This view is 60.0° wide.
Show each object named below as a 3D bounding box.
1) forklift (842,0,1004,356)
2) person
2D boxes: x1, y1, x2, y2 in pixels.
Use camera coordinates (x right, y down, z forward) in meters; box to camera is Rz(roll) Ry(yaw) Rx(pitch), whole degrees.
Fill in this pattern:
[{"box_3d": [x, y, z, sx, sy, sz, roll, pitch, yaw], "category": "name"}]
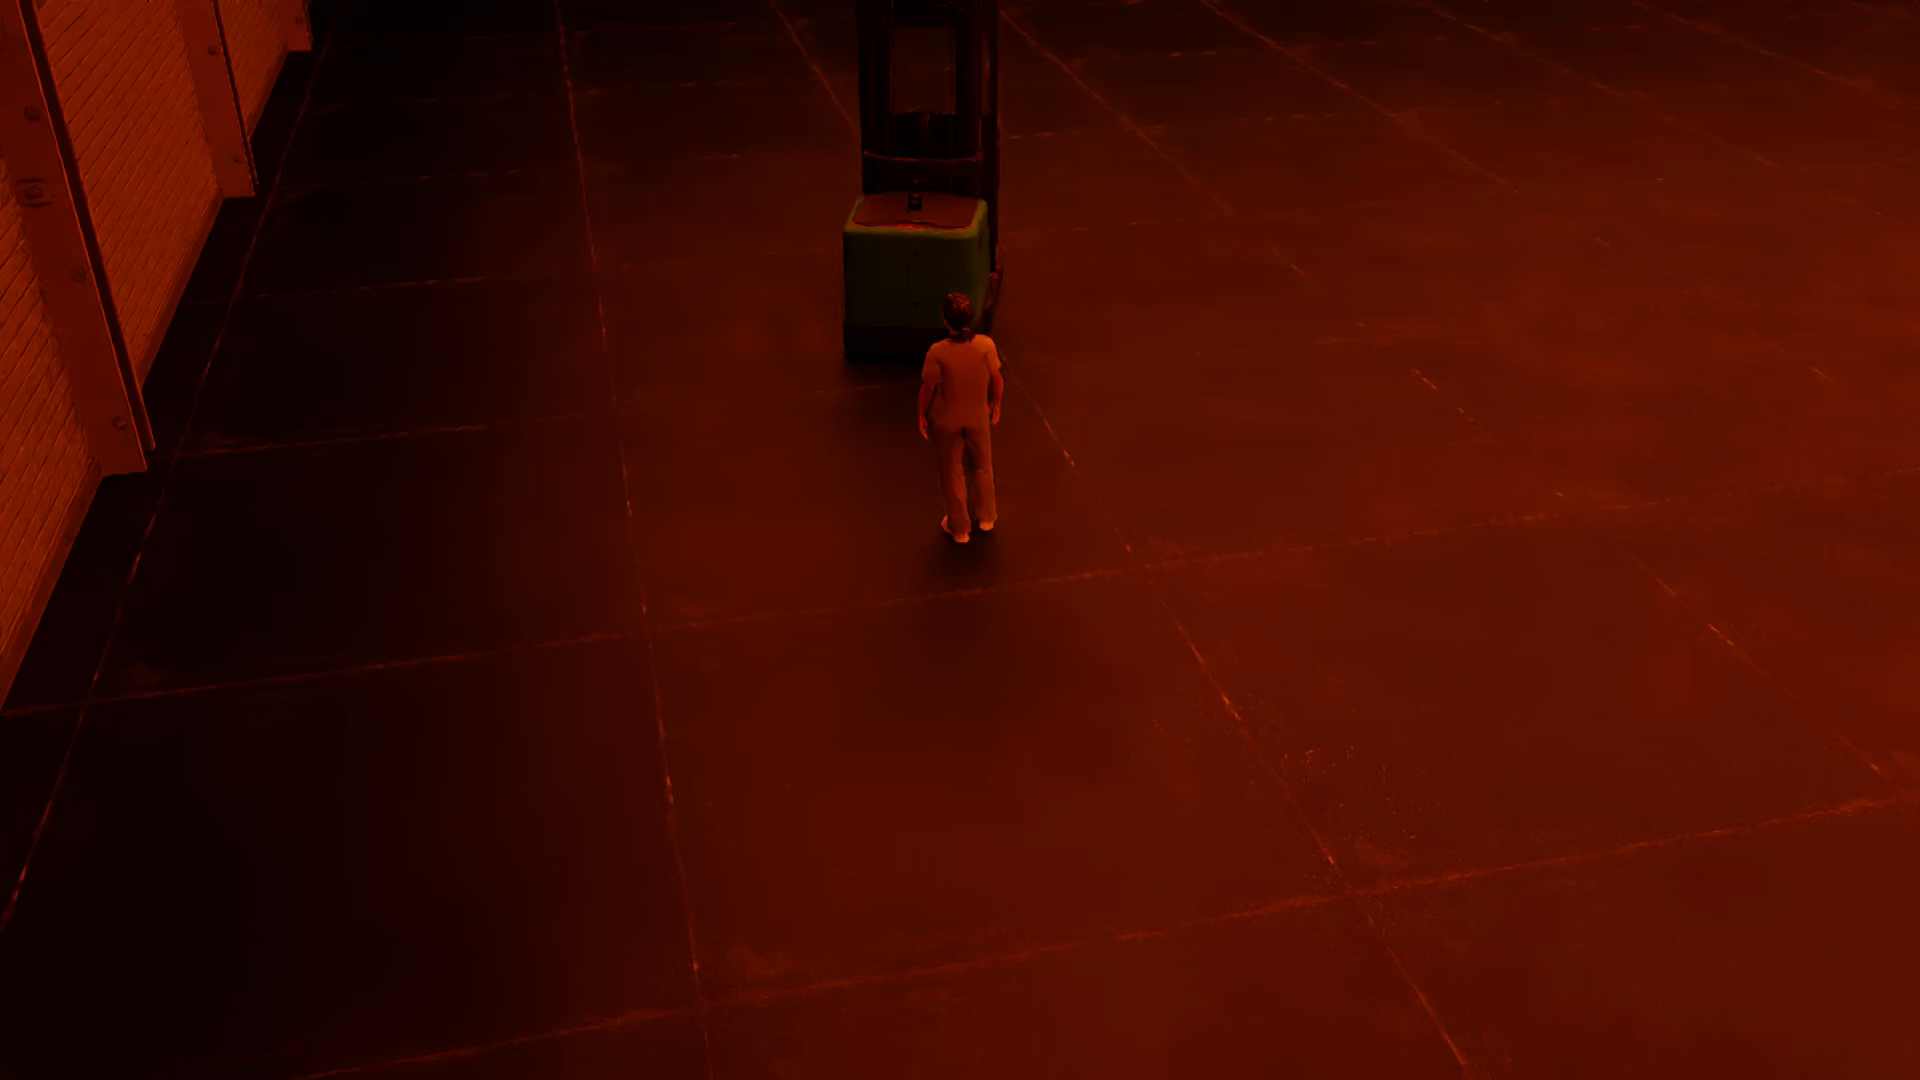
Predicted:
[{"box_3d": [-0.218, -3.379, 13.411, 1.130, 2.935, 3.031, 3, 30, 6], "category": "forklift"}, {"box_3d": [-0.004, -0.769, 10.142, 0.550, 1.674, 0.548, -7, 31, -12], "category": "person"}]
